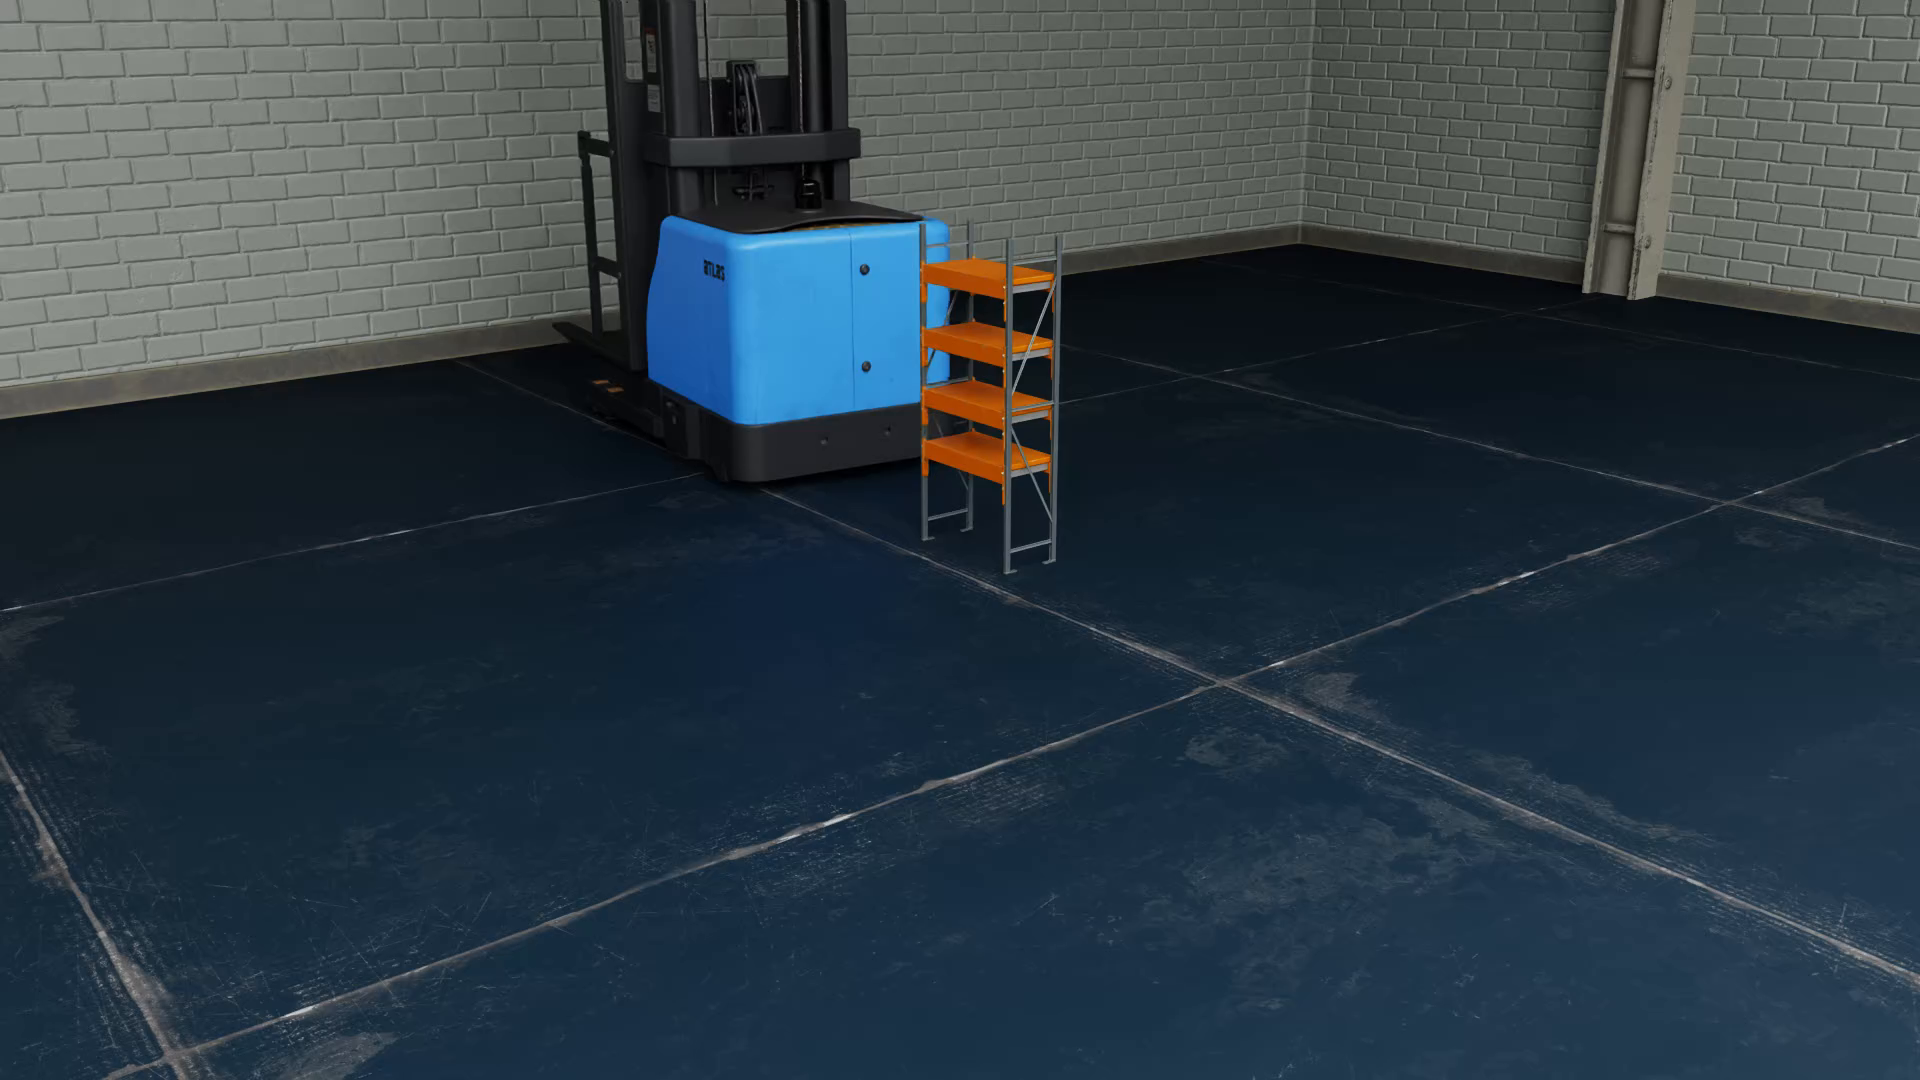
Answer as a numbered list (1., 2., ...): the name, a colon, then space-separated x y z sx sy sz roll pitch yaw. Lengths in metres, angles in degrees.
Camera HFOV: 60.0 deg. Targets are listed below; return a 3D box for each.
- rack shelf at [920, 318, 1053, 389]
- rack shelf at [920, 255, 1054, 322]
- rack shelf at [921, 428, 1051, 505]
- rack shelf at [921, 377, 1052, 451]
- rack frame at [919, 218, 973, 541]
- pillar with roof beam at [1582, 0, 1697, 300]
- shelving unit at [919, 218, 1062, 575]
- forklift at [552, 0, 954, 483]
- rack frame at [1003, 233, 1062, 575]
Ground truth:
1. rack shelf: 0.103 -0.677 6.002 0.258 0.148 0.480 -14 23 -36
2. rack shelf: 0.103 -0.902 5.927 0.258 0.148 0.480 -14 23 -36
3. rack shelf: 0.103 -0.276 6.134 0.258 0.148 0.480 -14 23 -36
4. rack shelf: 0.103 -0.465 6.072 0.258 0.148 0.480 -14 23 -36
5. rack frame: -0.049 -0.589 6.232 0.240 1.200 0.015 -14 23 -36
6. pillar with roof beam: 1.191 -5.137 7.562 9.100 9.000 0.400 -14 23 -36
7. shelving unit: 0.103 -0.529 6.051 0.258 1.200 0.503 -14 23 -36
8. forklift: -1.219 -2.040 7.861 1.130 2.935 3.031 -11 21 -29
9. rack frame: 0.254 -0.469 5.869 0.240 1.200 0.015 -14 23 -36
